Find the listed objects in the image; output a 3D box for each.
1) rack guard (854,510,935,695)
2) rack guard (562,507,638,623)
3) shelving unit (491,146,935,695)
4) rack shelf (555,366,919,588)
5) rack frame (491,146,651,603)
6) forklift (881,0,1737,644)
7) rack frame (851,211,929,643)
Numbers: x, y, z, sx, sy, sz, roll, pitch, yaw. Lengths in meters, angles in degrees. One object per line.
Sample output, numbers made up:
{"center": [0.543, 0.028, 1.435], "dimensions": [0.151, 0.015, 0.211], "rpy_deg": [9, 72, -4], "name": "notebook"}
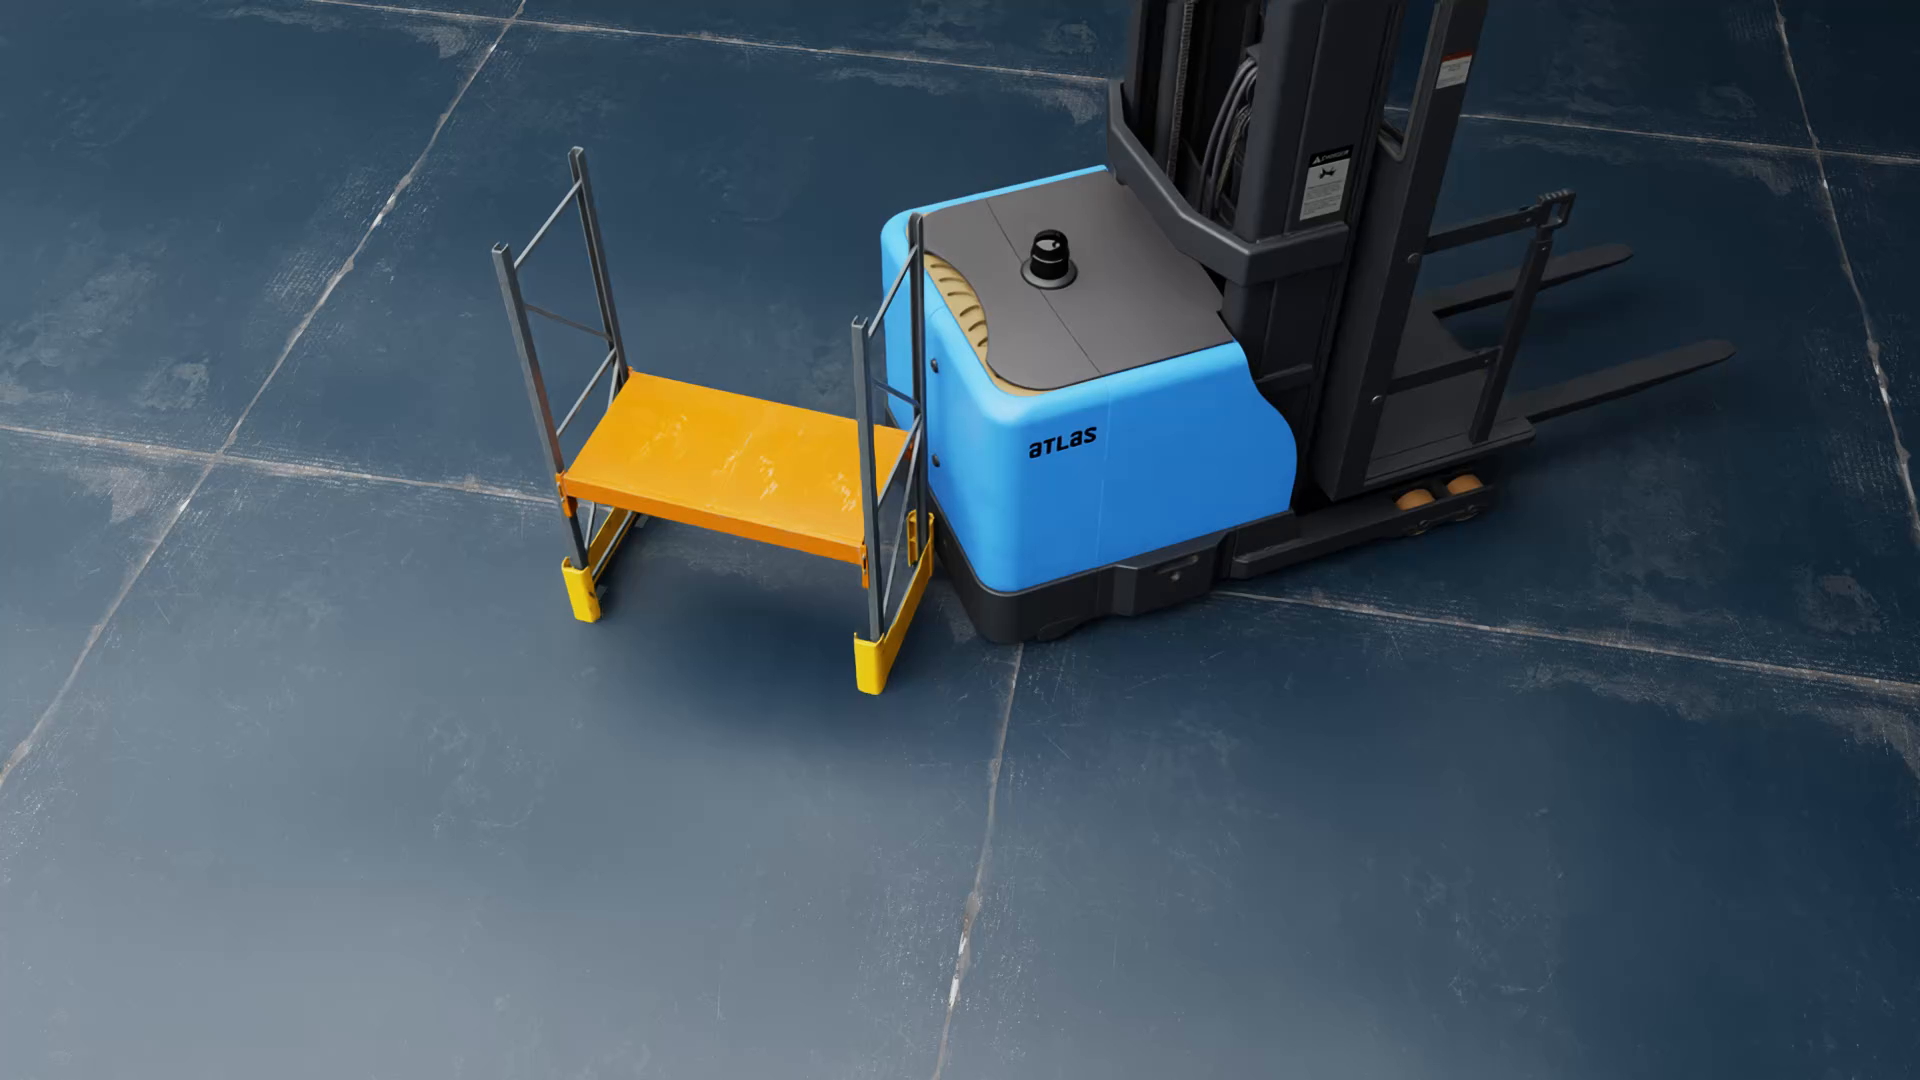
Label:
{"center": [-0.207, 0.197, 5.405], "dimensions": [0.087, 0.250, 0.587], "rpy_deg": [13, 49, 11], "name": "rack guard"}
{"center": [-1.159, -0.023, 5.603], "dimensions": [0.087, 0.250, 0.587], "rpy_deg": [13, 49, 11], "name": "rack guard"}
{"center": [-0.683, -0.331, 5.039], "dimensions": [1.083, 1.500, 0.587], "rpy_deg": [13, 49, 11], "name": "shelving unit"}
{"center": [-0.674, -0.209, 5.171], "dimensions": [1.000, 0.185, 0.538], "rpy_deg": [13, 49, 11], "name": "rack shelf"}
{"center": [-1.160, -0.441, 5.138], "dimensions": [0.032, 1.500, 0.500], "rpy_deg": [13, 49, 11], "name": "rack frame"}
{"center": [1.308, -1.346, 4.989], "dimensions": [3.031, 2.935, 1.130], "rpy_deg": [-16, 50, -14], "name": "forklift"}
{"center": [-0.189, -0.217, 4.936], "dimensions": [0.032, 1.500, 0.500], "rpy_deg": [13, 49, 11], "name": "rack frame"}
